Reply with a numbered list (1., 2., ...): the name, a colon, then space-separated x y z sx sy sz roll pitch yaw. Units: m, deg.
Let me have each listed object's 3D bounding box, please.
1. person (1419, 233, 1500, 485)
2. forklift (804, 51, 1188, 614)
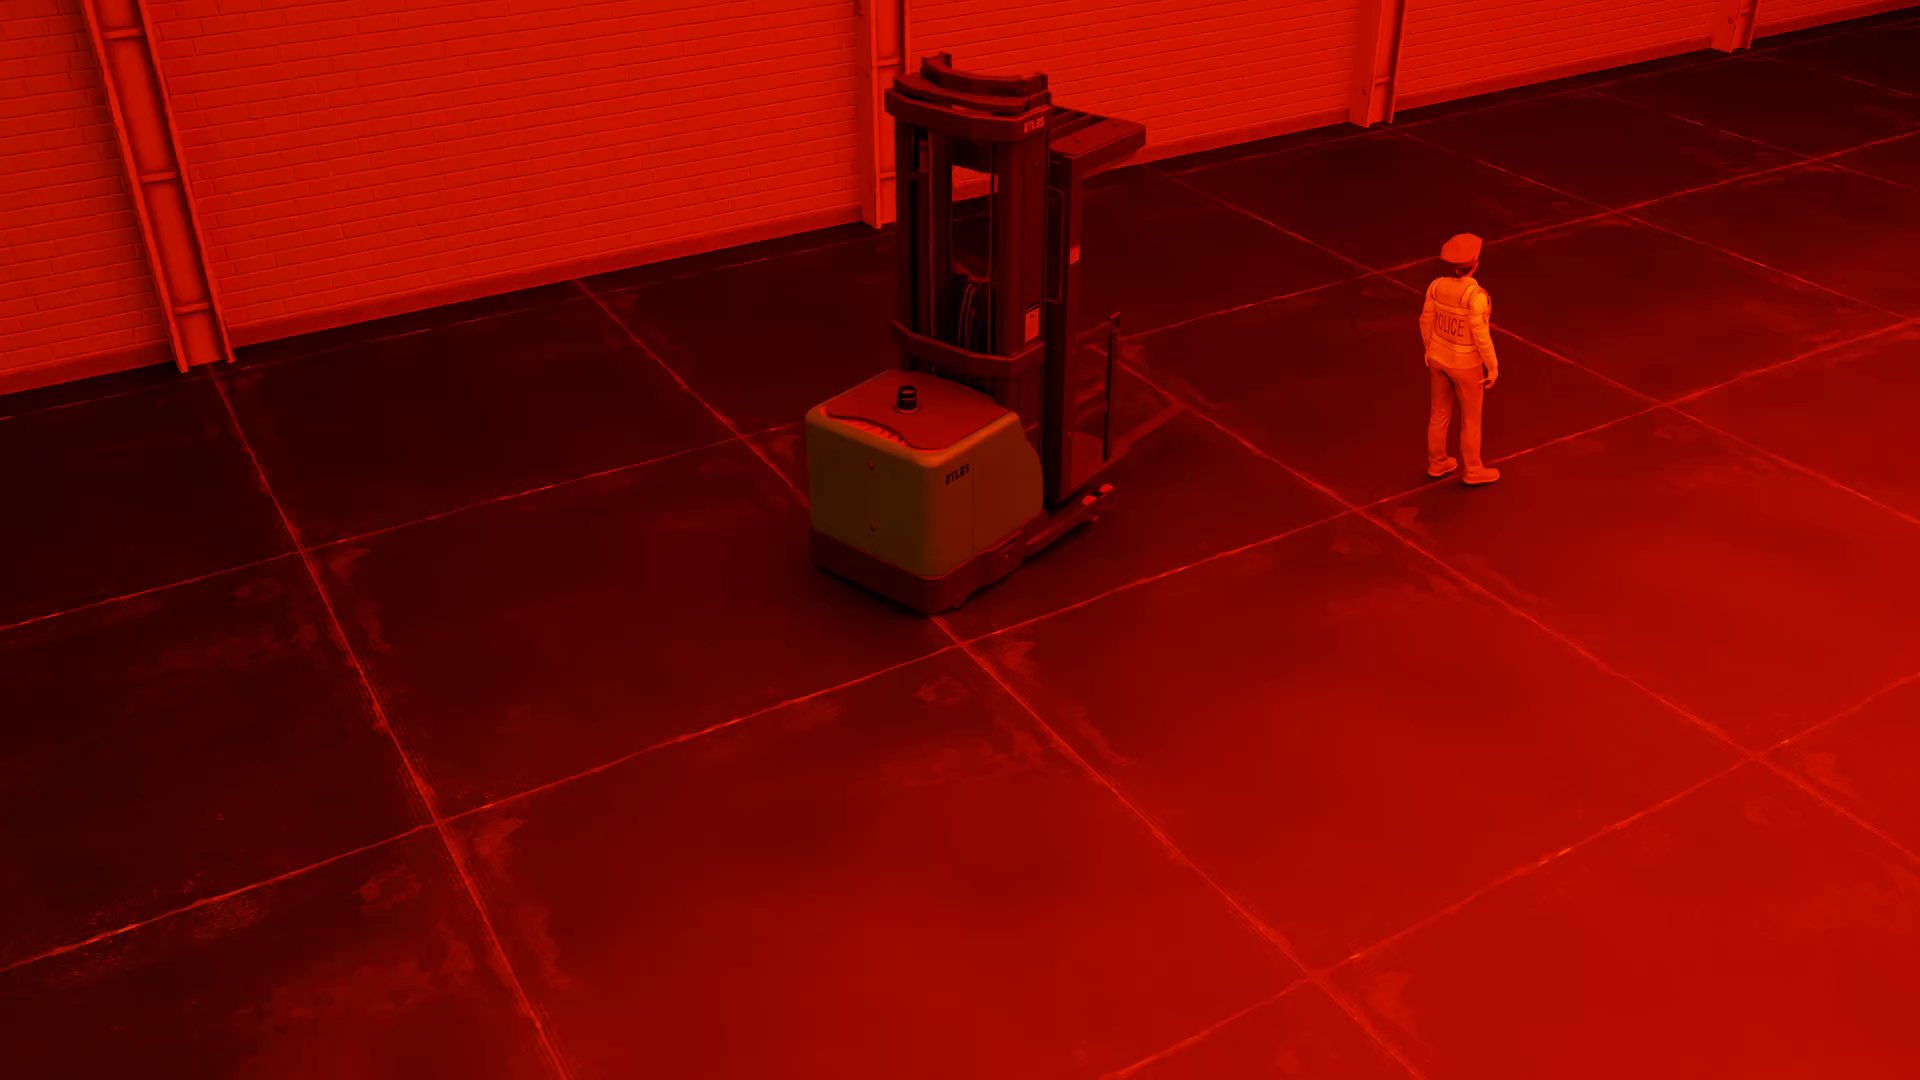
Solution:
1. person: 3.269 -1.181 10.811 0.530 1.697 0.581 -20 36 -30
2. forklift: 0.392 -1.520 10.186 1.130 2.935 3.031 22 38 33
